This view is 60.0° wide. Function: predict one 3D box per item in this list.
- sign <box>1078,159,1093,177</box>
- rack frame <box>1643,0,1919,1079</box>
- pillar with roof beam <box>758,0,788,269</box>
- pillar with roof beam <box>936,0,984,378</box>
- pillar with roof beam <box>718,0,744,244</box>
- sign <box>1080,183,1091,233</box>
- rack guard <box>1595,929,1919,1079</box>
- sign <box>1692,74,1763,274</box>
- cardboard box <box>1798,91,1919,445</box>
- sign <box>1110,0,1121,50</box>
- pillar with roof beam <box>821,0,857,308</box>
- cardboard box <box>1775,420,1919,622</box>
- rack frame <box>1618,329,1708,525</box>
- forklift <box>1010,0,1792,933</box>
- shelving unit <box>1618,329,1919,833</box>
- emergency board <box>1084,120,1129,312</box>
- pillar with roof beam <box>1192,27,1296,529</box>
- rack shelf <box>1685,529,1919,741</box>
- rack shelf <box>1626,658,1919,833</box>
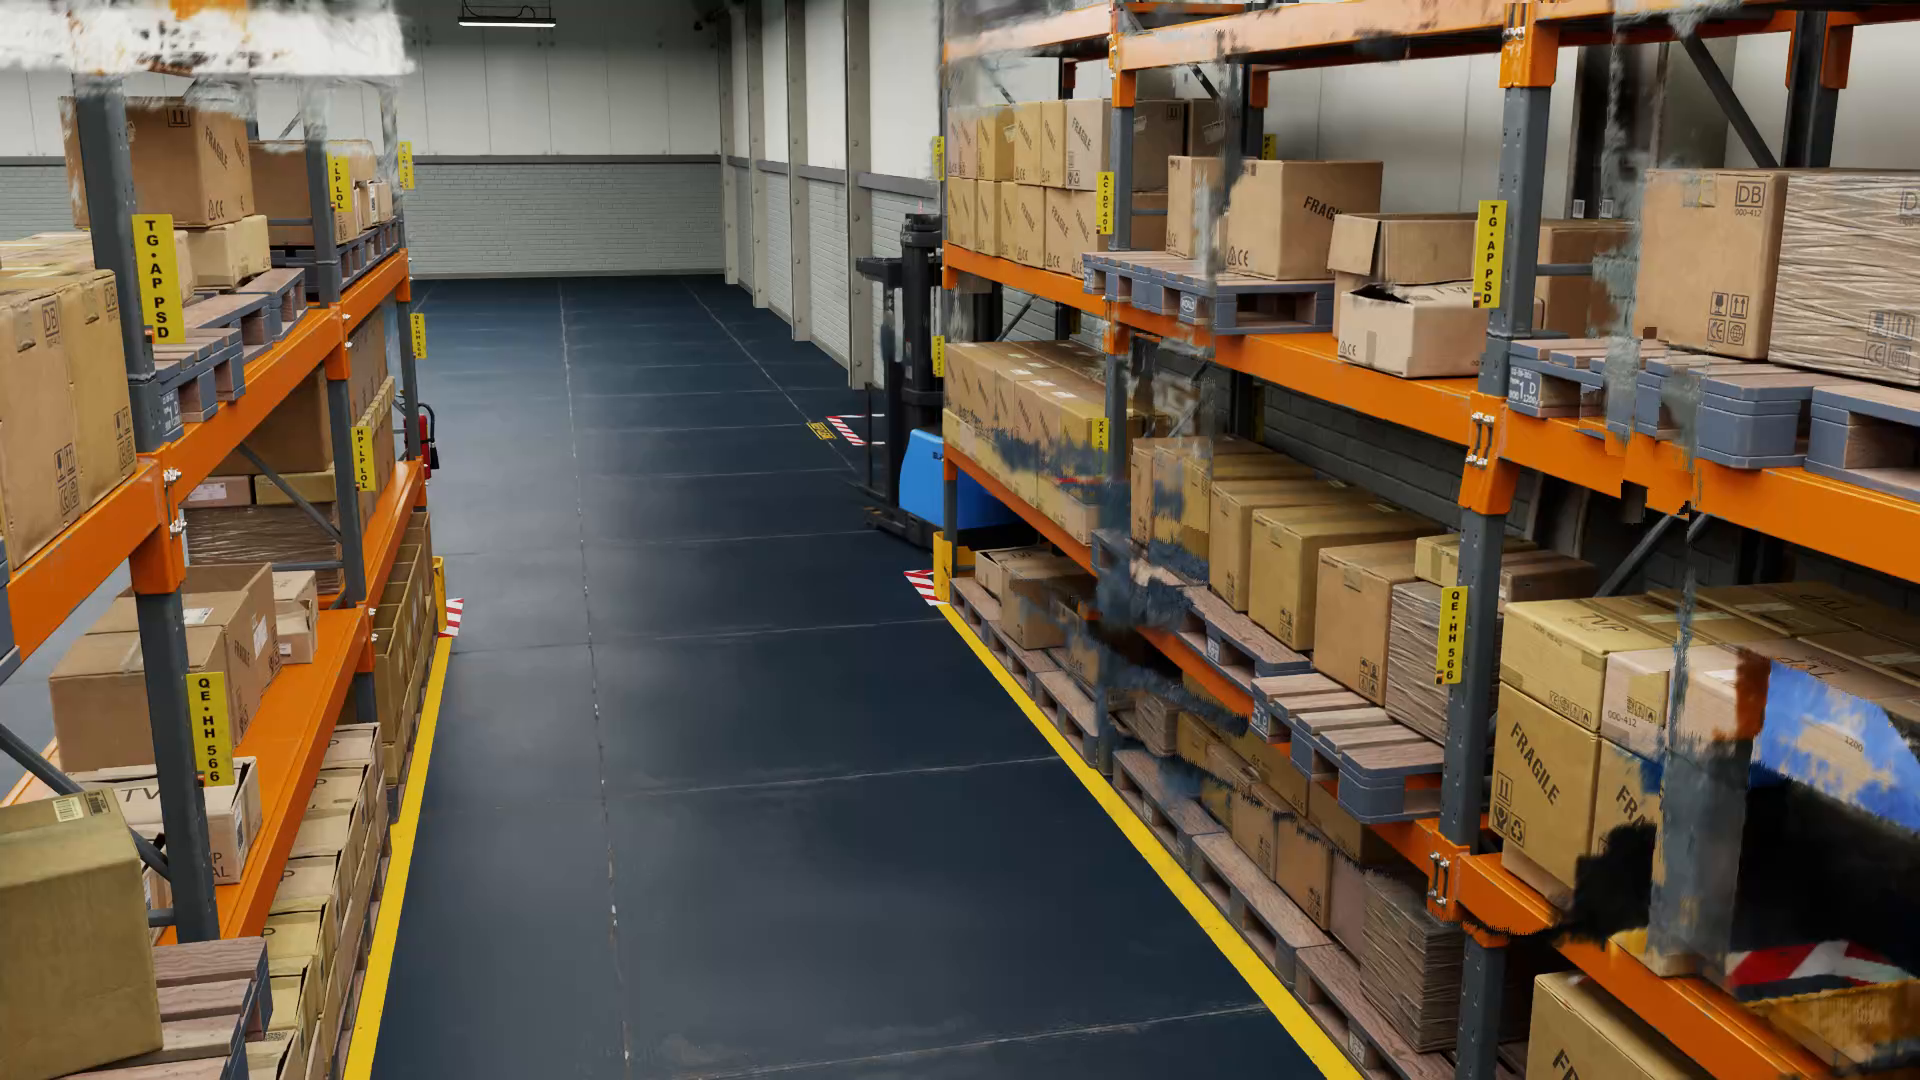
[{"bbox_3d":[-0.620,-3.297,21.233,0.001,0.109,0.331,-3,14,-13],"label":"sign"},{"bbox_3d":[0.365,-1.047,13.217,1.000,3.000,0.127,-3,14,-13],"label":"rack frame"},{"bbox_3d":[-8.451,-9.145,33.721,9.100,9.000,0.548,-3,14,-13],"label":"pillar with roof beam"},{"bbox_3d":[-5.633,-6.377,22.390,9.100,9.000,0.400,-3,14,-13],"label":"pillar with roof beam"},{"bbox_3d":[-9.860,-10.529,39.387,9.100,9.000,0.548,-3,14,-13],"label":"pillar with roof beam"},{"bbox_3d":[-0.612,-3.041,21.302,0.001,0.329,0.234,-3,14,-13],"label":"sign"},{"bbox_3d":[0.382,0.184,13.442,1.175,0.500,0.348,-3,14,-13],"label":"rack guard"},{"bbox_3d":[-0.163,-1.438,12.990,0.100,0.325,0.005,-3,14,-13],"label":"sign"},{"bbox_3d":[0.185,-1.222,12.624,0.500,0.500,0.500,-3,14,-13],"label":"cardboard box"},{"bbox_3d":[-0.488,-4.024,20.516,0.001,0.298,0.199,-3,14,-13],"label":"sign"},{"bbox_3d":[-7.042,-7.761,28.056,9.100,9.000,0.400,-3,14,-13],"label":"pillar with roof beam"},{"bbox_3d":[0.171,-0.854,12.699,0.500,0.250,0.500,-4,14,-15],"label":"cardboard box"},{"bbox_3d":[0.384,-0.632,14.466,0.500,1.500,0.032,-8,19,-28],"label":"rack frame"},{"bbox_3d":[-0.289,-1.574,15.518,1.130,2.935,3.031,-7,15,-25],"label":"forklift"},{"bbox_3d":[0.629,-0.500,14.041,0.538,1.500,1.048,-8,19,-28],"label":"shelving unit"},{"bbox_3d":[-0.583,-2.890,20.761,0.194,1.169,0.643,-3,14,-13],"label":"emergency board"},{"bbox_3d":[-4.224,-4.993,16.724,9.100,9.000,0.400,-3,14,-13],"label":"pillar with roof beam"},{"bbox_3d":[0.834,-0.236,11.414,1.077,0.370,4.000,-3,14,-13],"label":"rack shelf"},{"bbox_3d":[0.625,-0.327,14.092,0.538,0.185,1.000,-8,19,-28],"label":"rack shelf"}]
